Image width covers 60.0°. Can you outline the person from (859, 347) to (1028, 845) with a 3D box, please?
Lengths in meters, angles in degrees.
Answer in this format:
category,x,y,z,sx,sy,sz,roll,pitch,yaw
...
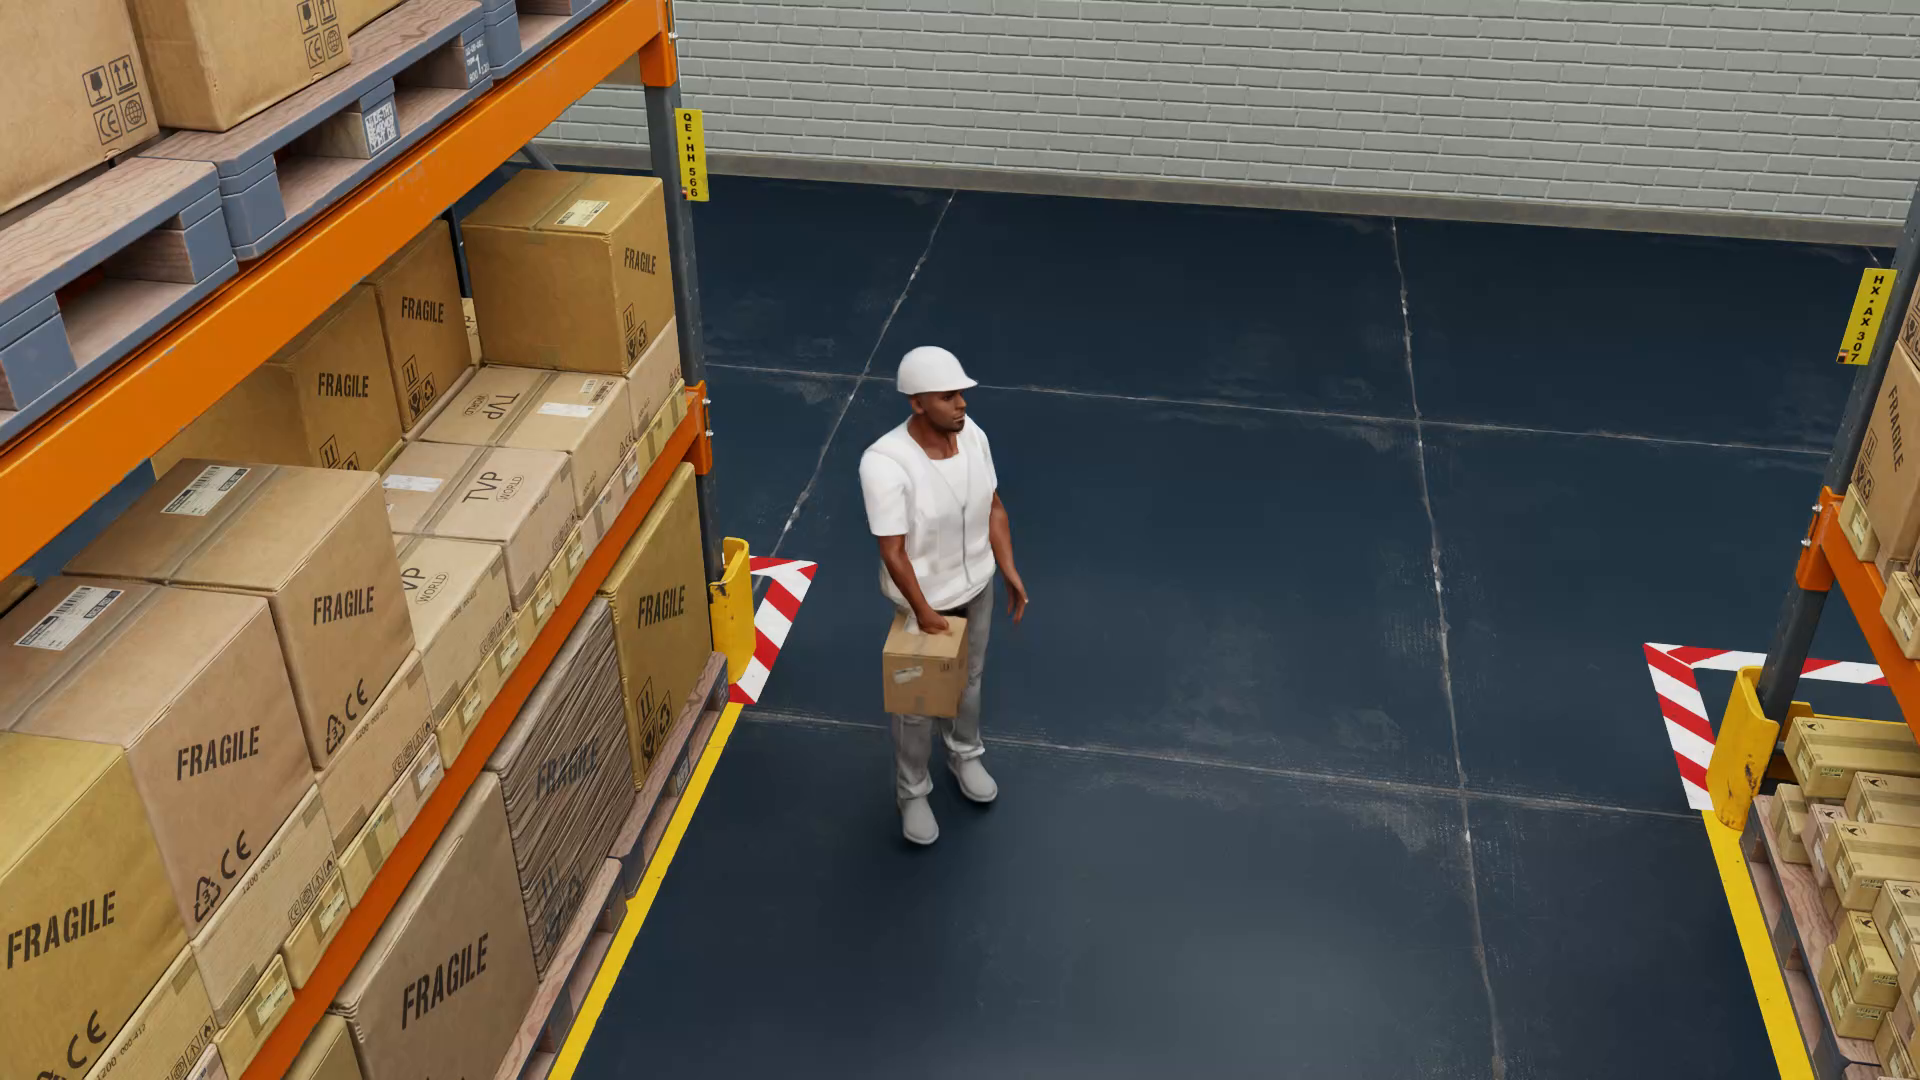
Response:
category,x,y,z,sx,sy,sz,roll,pitch,yaw
person,-0.055,0.191,5.791,0.487,1.769,0.605,27,41,36
